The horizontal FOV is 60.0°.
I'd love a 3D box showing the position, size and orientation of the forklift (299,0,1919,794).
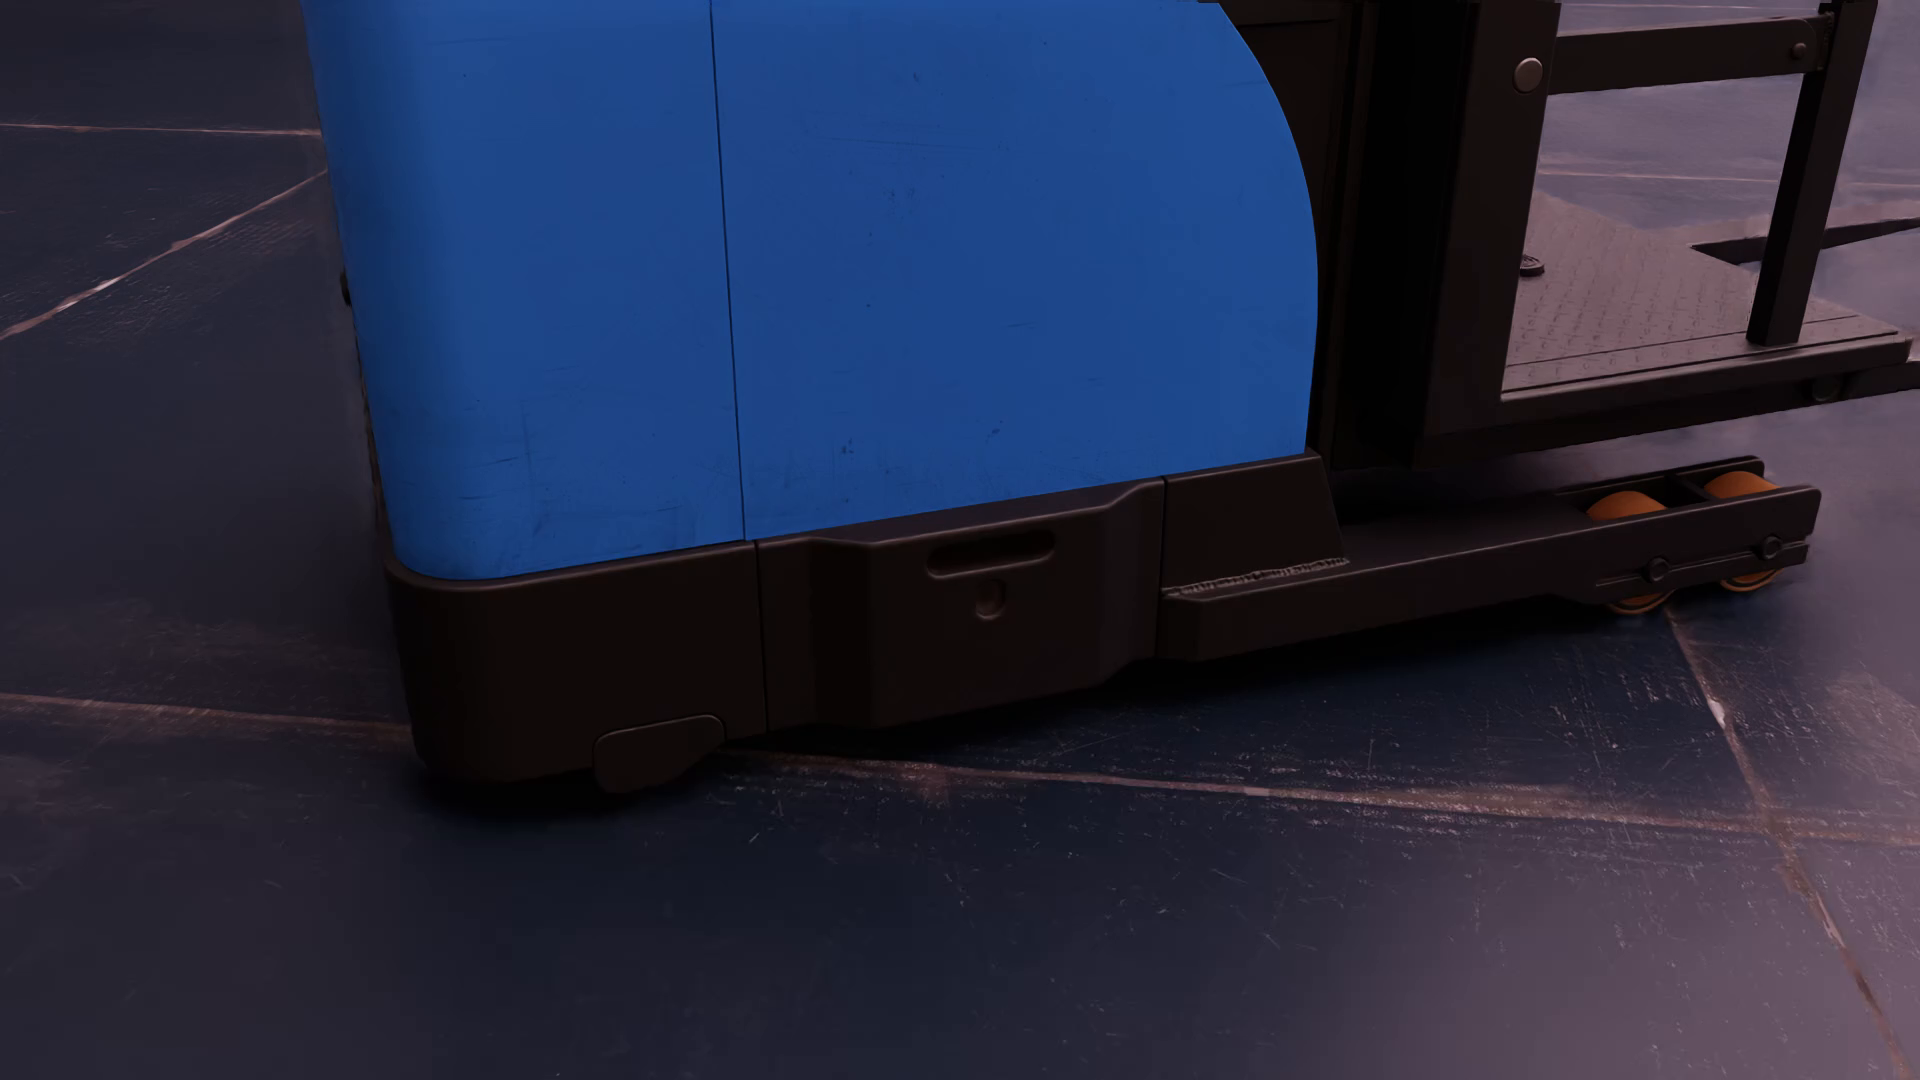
[{"bbox_3d":[0.667,-1.420,2.064,3.031,2.935,1.130,-9,28,-18],"label":"forklift"}]
